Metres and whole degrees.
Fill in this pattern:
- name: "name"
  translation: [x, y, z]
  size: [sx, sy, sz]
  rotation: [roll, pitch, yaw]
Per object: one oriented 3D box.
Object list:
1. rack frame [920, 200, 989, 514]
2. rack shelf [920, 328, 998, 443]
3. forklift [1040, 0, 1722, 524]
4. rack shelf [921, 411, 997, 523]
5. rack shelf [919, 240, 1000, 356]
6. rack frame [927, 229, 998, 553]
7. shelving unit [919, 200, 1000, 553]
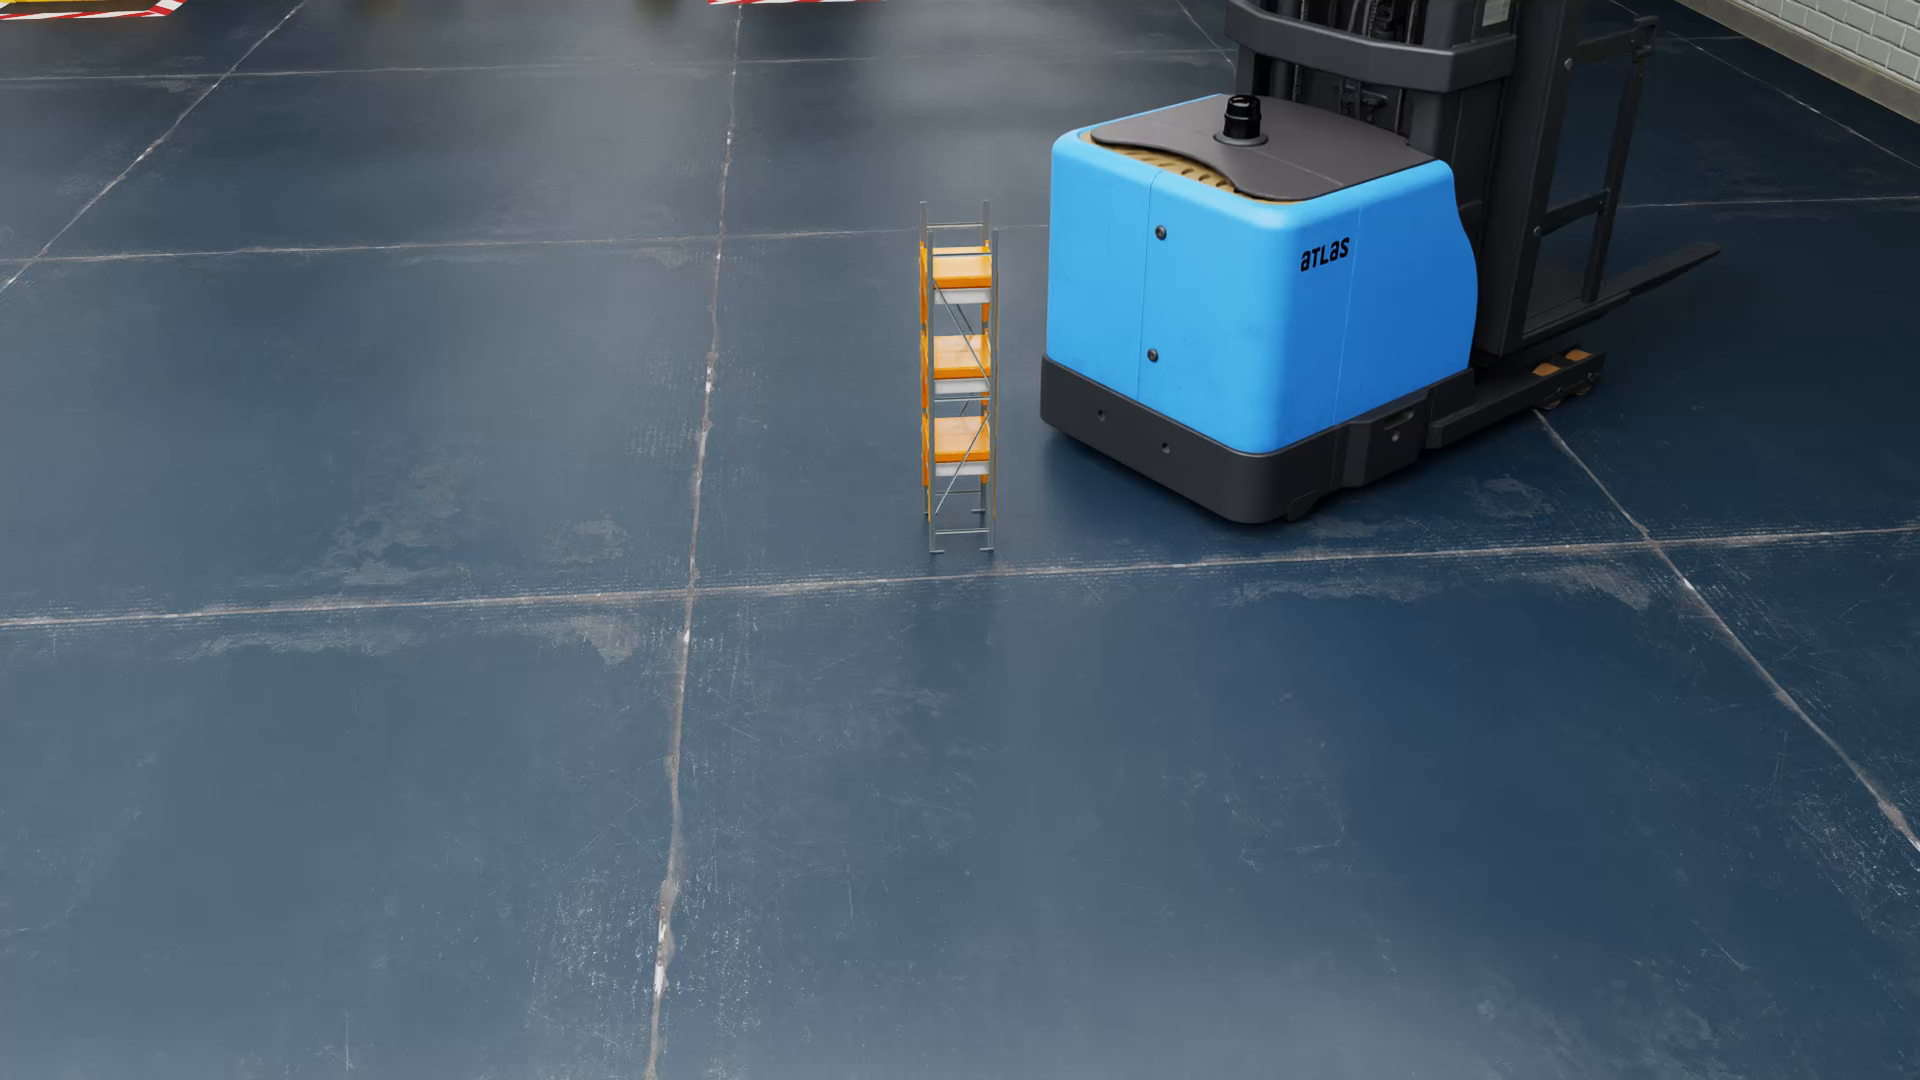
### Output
- name: "rack frame"
  translation: [-0.016, -0.540, 5.131]
  size: [0.200, 1.050, 0.008]
  rotation: [-3, 31, -5]
- name: "rack shelf"
  translation: [-0.005, -0.469, 5.032]
  size: [0.215, 0.259, 0.240]
  rotation: [-3, 31, -5]
- name: "forklift"
  translation: [1.747, -1.921, 5.608]
  size: [3.031, 2.935, 1.130]
  rotation: [-22, 37, -33]
- name: "rack shelf"
  translation: [-0.005, -0.230, 5.174]
  size: [0.215, 0.259, 0.240]
  rotation: [-3, 31, -5]
- name: "rack shelf"
  translation: [-0.005, -0.713, 4.886]
  size: [0.215, 0.259, 0.240]
  rotation: [-3, 31, -5]
- name: "rack frame"
  translation: [0.006, -0.416, 4.922]
  size: [0.200, 1.050, 0.008]
  rotation: [-3, 31, -5]
- name: "shelving unit"
  translation: [-0.005, -0.478, 5.027]
  size: [0.215, 1.050, 0.252]
  rotation: [-3, 31, -5]
